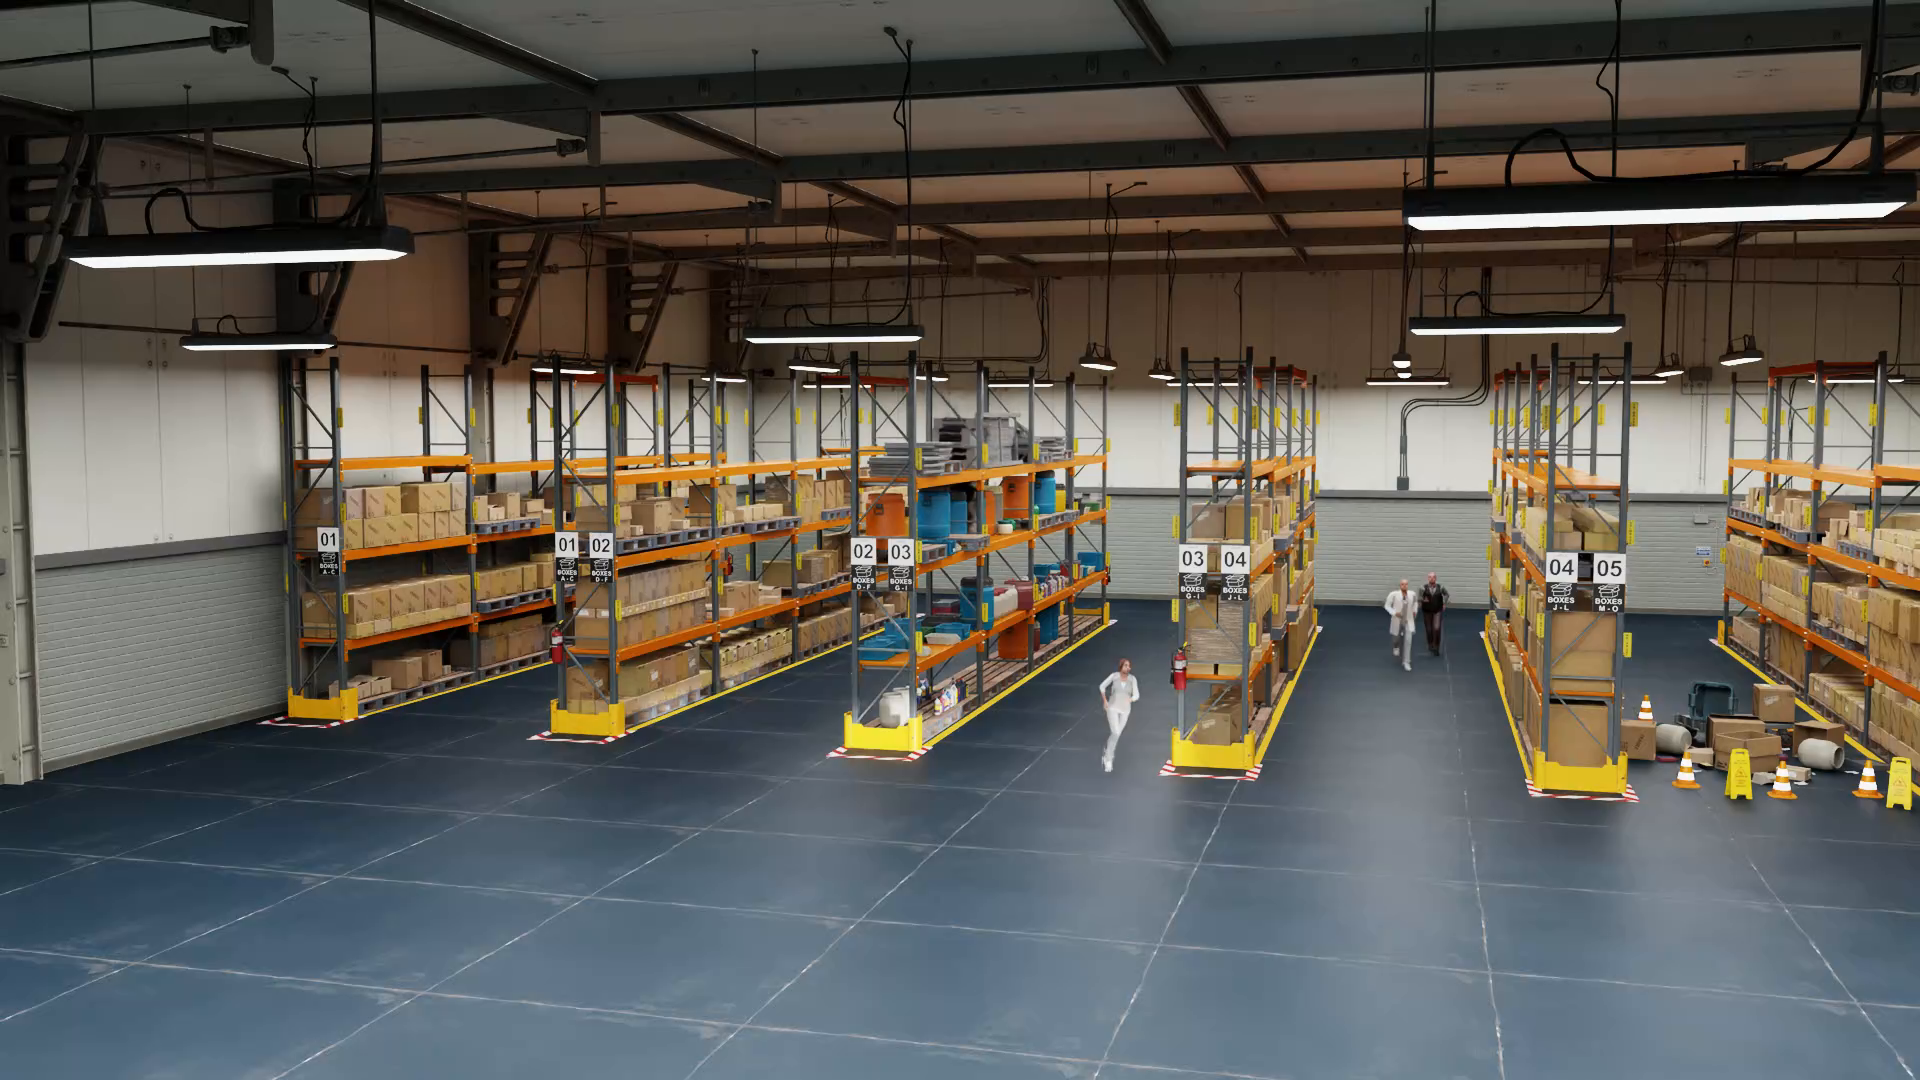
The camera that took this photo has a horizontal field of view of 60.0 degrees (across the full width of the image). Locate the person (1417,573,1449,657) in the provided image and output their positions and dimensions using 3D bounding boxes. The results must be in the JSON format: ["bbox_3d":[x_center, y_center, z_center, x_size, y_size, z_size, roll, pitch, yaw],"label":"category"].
[{"bbox_3d":[9.965,1.579,35.088,0.638,1.781,0.777,2,4,21],"label":"person"}]

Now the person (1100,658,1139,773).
[{"bbox_3d":[2.276,2.482,23.730,0.528,1.614,0.637,-1,4,-14],"label":"person"}]

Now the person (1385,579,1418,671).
[{"bbox_3d":[8.898,1.675,33.518,0.677,1.785,1.214,1,4,10],"label":"person"}]
